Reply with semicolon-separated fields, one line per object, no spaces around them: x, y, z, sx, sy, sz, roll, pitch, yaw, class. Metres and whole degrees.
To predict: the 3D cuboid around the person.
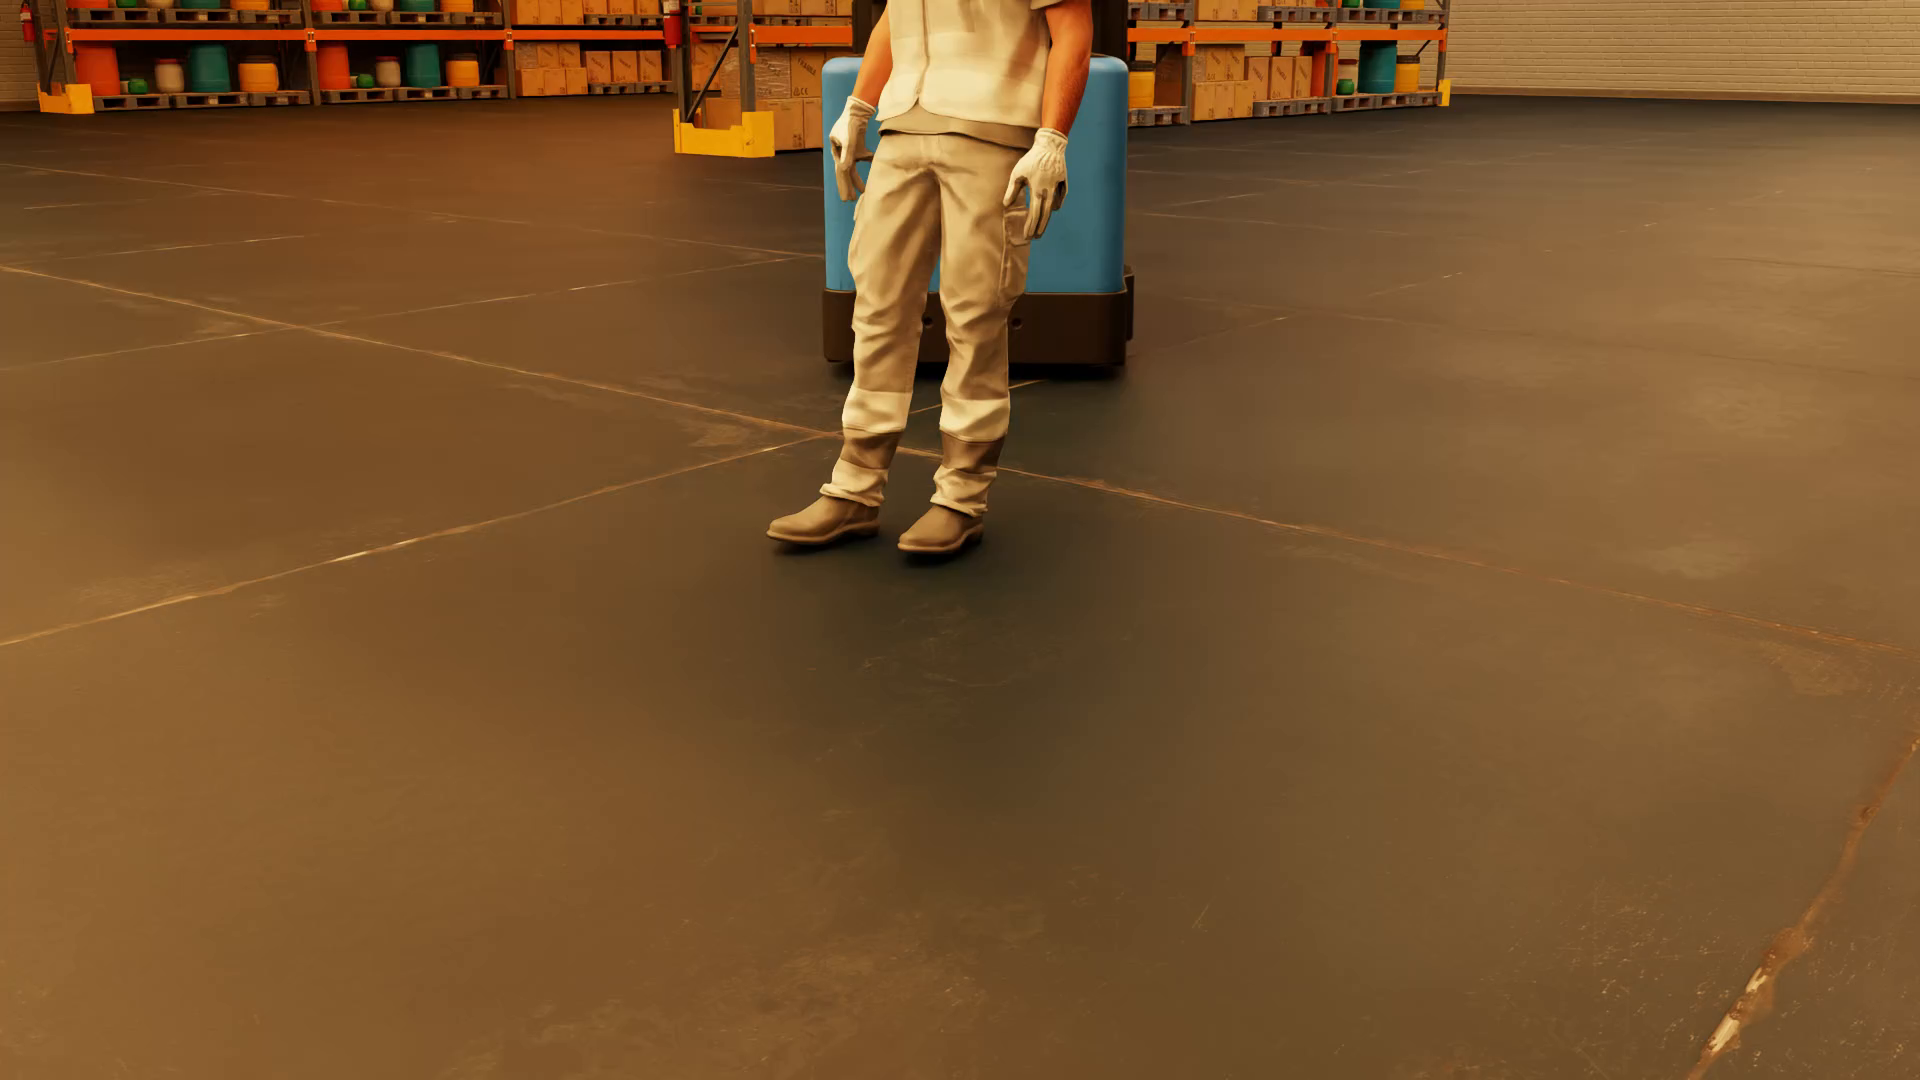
-0.060;-0.847;3.628;0.638;1.787;0.564;13;21;37;person

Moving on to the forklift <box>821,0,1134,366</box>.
0.133;-2.377;6.727;1.130;2.935;3.031;1;17;3;forklift
